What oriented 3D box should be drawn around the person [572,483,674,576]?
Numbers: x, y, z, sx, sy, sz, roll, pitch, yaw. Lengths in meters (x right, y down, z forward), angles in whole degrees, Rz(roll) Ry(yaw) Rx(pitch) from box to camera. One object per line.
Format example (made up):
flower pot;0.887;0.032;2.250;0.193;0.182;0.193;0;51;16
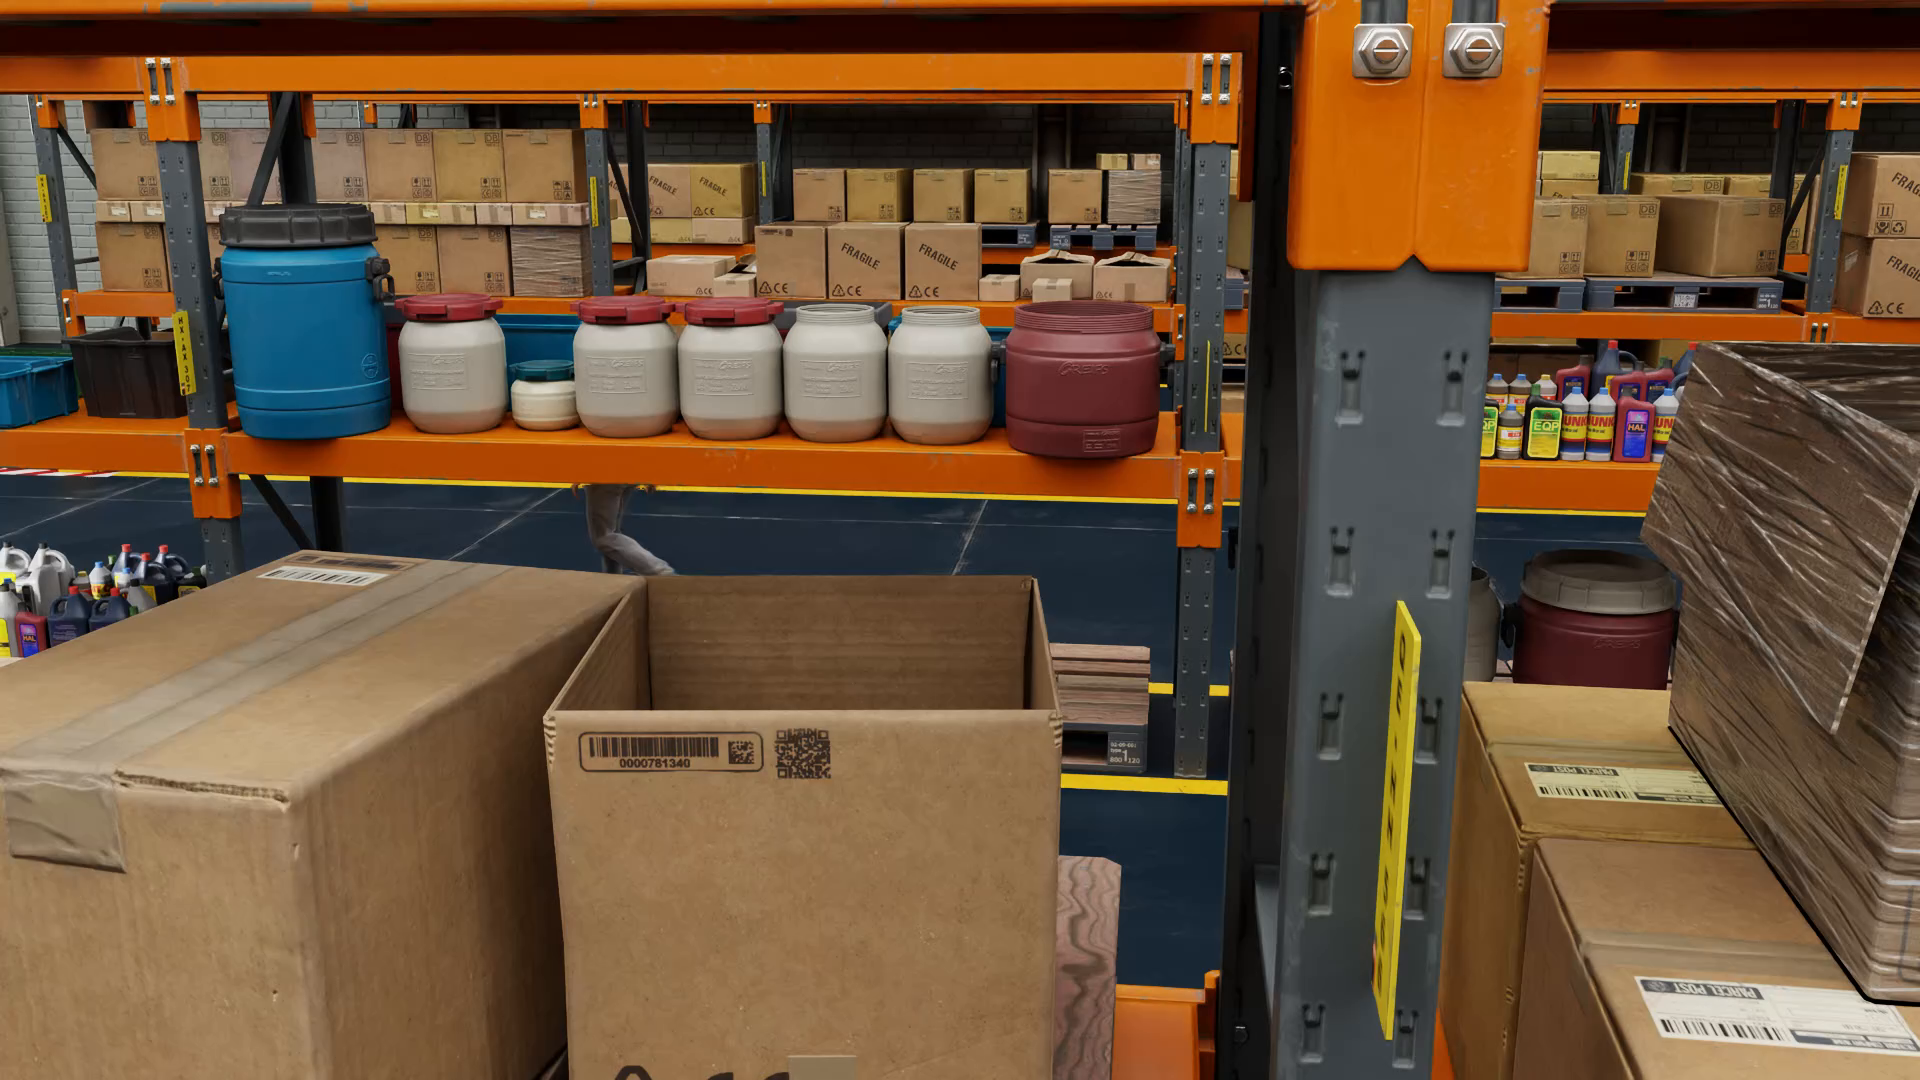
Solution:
person;-1.710;-0.345;8.381;0.765;1.571;0.433;9;17;30
